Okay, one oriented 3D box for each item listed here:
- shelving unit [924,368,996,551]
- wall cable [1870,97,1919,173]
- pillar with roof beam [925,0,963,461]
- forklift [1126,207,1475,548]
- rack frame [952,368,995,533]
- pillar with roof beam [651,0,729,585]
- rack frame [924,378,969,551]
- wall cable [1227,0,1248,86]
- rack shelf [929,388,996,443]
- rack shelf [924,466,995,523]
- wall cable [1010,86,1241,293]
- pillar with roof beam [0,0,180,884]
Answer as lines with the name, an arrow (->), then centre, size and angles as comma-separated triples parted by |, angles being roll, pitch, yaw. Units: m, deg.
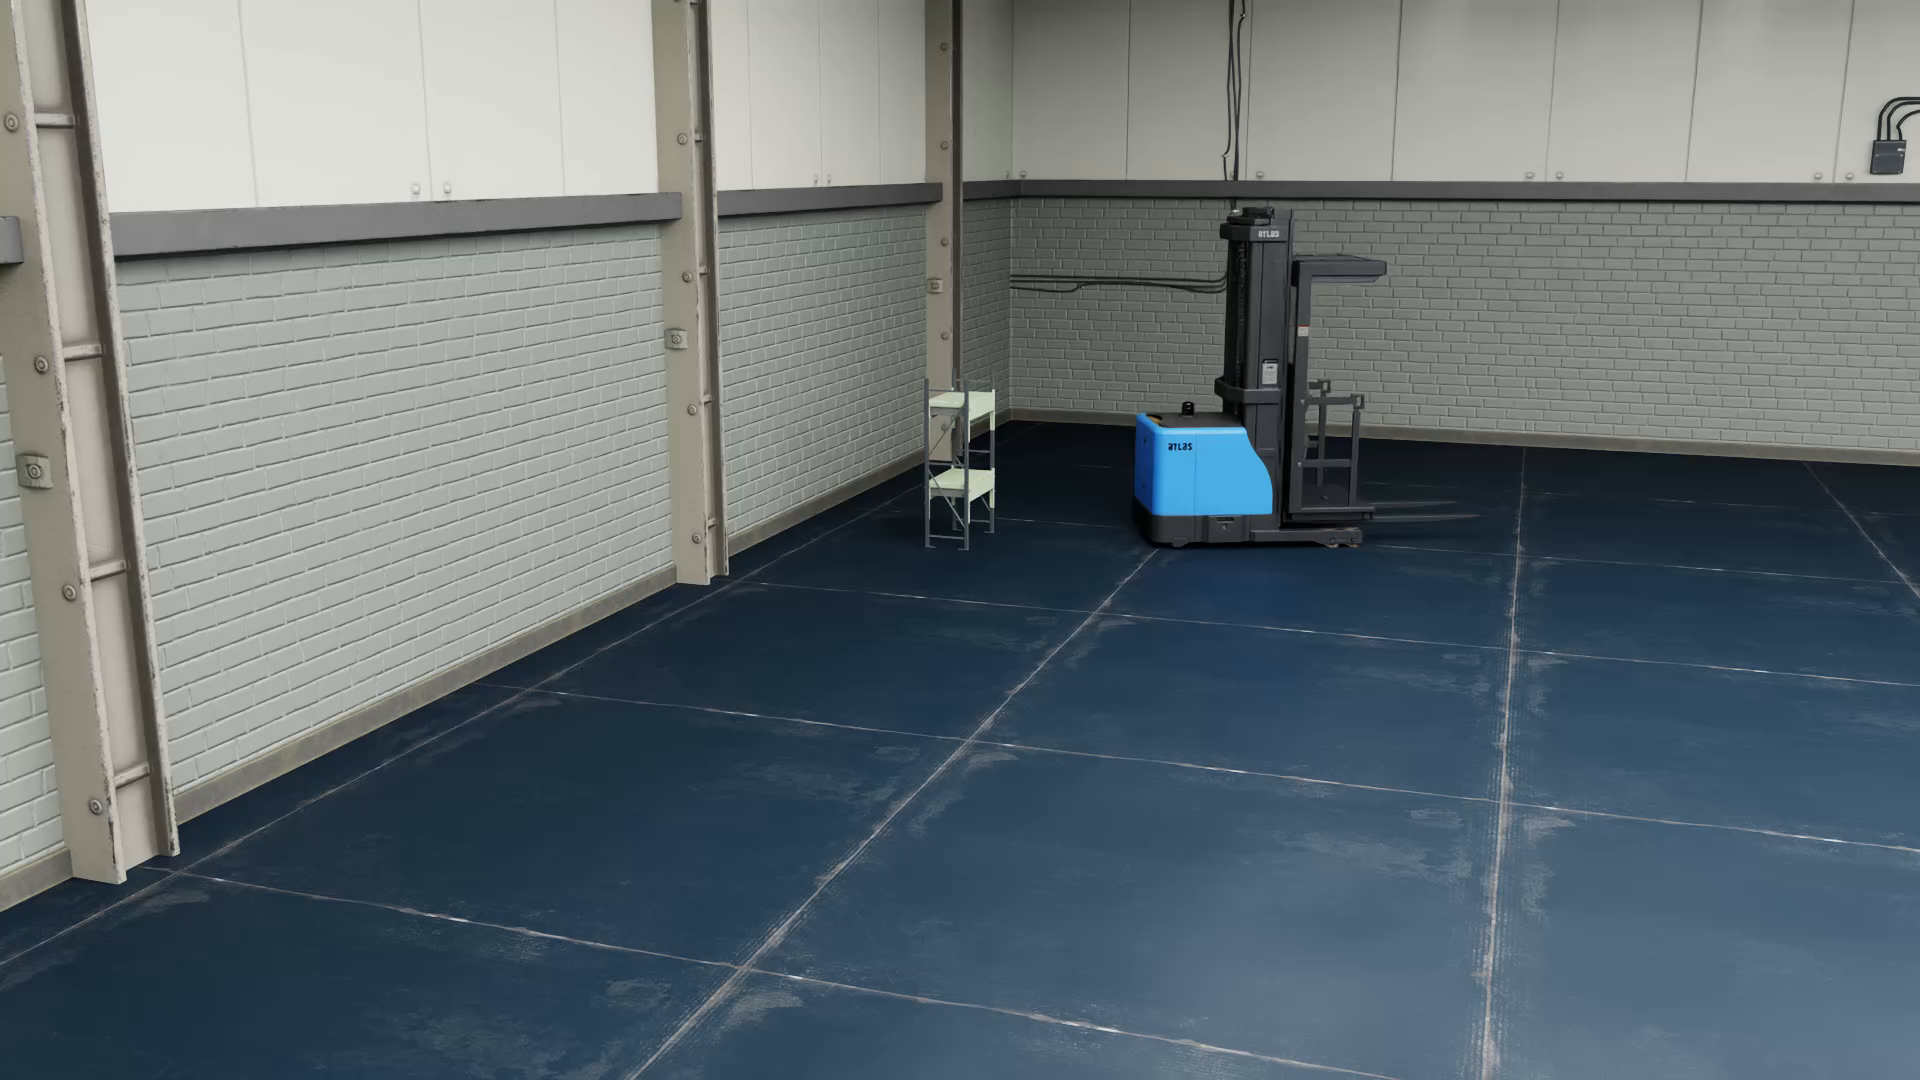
shelving unit -> 0.002, -0.733, 14.827 | 0.431, 1.500, 0.755 | 4, 14, 18
wall cable -> 11.005, -6.835, 17.070 | 2.305, 6.003, 0.169 | 4, 14, 18
pillar with roof beam -> 3.896, -5.029, 16.799 | 9.100, 9.000, 0.400 | 4, 14, 18
forklift -> 3.090, -1.475, 14.865 | 3.031, 2.935, 1.130 | -1, 13, -4
rack frame -> 0.121, -0.810, 15.165 | 0.400, 1.500, 0.023 | 4, 14, 18
pillar with roof beam -> 1.955, -3.766, 11.264 | 9.100, 9.000, 0.400 | 4, 14, 18
rack frame -> -0.116, -0.656, 14.490 | 0.400, 1.500, 0.023 | 4, 14, 18
wall cable -> 4.587, -6.618, 19.387 | 3.097, 2.526, 0.112 | 4, 14, 18
rack shelf -> 0.002, -1.113, 14.740 | 0.431, 0.370, 0.720 | 4, 14, 18
rack shelf -> 0.002, -0.415, 14.900 | 0.431, 0.370, 0.720 | 4, 14, 18
wall cable -> 2.027, -4.350, 20.803 | 3.097, 2.526, 0.112 | 4, 14, 18
pillar with roof beam -> 0.014, -2.502, 5.729 | 9.100, 9.000, 0.400 | 4, 14, 18
